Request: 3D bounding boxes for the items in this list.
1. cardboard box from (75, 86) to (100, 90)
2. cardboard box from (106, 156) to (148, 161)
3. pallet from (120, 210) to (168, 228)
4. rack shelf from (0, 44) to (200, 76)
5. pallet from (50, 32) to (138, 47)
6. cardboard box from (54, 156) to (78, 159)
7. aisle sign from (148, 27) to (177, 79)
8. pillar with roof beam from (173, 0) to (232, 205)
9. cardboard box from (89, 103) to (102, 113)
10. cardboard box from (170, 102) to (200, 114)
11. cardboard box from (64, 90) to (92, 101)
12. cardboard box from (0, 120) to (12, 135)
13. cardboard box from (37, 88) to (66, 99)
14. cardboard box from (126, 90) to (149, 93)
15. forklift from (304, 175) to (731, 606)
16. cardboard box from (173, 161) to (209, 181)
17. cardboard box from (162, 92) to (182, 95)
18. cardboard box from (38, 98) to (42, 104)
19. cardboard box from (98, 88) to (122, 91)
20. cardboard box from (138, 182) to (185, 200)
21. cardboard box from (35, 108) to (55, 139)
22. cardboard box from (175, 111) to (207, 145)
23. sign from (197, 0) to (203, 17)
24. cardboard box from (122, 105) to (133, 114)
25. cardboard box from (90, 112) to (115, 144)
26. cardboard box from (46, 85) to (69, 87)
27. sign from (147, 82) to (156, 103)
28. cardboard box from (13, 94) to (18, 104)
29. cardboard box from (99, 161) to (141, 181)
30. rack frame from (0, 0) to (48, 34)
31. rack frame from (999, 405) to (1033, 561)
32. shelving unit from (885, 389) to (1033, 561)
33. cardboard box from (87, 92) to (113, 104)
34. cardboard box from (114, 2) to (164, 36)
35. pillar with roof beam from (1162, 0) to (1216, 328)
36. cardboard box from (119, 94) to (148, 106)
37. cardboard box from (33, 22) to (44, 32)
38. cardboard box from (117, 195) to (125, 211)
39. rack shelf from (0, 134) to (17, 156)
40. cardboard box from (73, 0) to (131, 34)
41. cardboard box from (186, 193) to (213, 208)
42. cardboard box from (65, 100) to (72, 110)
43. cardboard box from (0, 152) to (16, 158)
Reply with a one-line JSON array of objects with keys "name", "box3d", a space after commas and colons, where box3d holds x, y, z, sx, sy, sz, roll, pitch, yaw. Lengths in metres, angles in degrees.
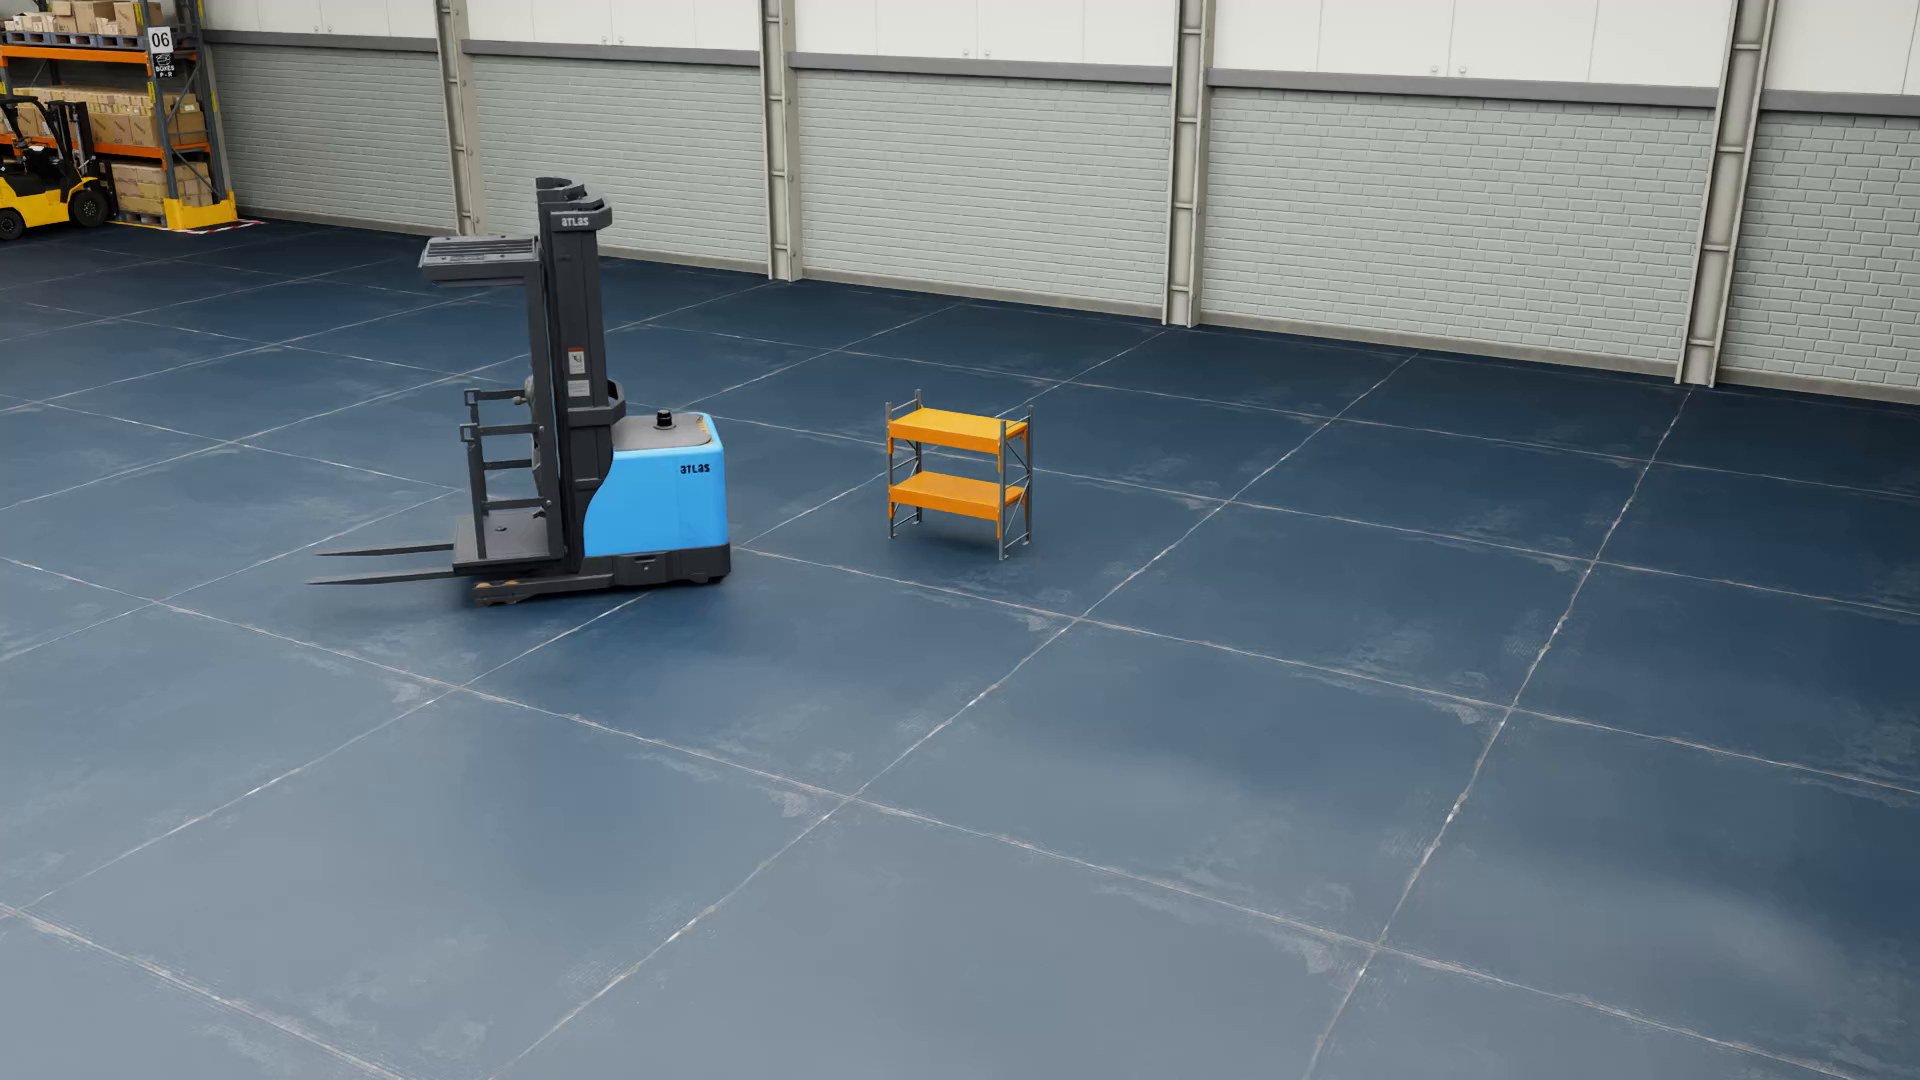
[{"name": "cardboard box", "box3d": [-15.156, -7.811, 28.965, 0.250, 0.149, 0.380, 10, 22, 26]}, {"name": "cardboard box", "box3d": [-14.416, -6.501, 28.838, 0.500, 0.250, 0.500, 10, 22, 26]}, {"name": "pallet", "box3d": [-13.463, -5.538, 28.322, 1.213, 0.211, 1.003, 11, 23, 27]}, {"name": "rack shelf", "box3d": [-14.521, -8.139, 28.059, 4.000, 0.370, 1.077, 11, 23, 27]}, {"name": "pallet", "box3d": [-14.449, -8.430, 27.938, 1.213, 0.211, 1.003, 11, 23, 27]}, {"name": "cardboard box", "box3d": [-15.557, -6.512, 28.869, 0.500, 0.250, 0.500, 11, 23, 27]}, {"name": "aisle sign", "box3d": [-12.861, -7.858, 26.816, 0.004, 0.787, 0.394, 11, 23, 27]}, {"name": "pillar with roof beam", "box3d": [-15.043, -8.657, 24.033, 0.400, 9.000, 9.100, 11, 23, 27]}, {"name": "cardboard box", "box3d": [-14.347, -7.266, 27.900, 0.250, 0.149, 0.380, 11, 23, 28]}, {"name": "cardboard box", "box3d": [-12.945, -7.220, 27.771, 0.250, 0.149, 0.380, 10, 22, 26]}, {"name": "cardboard box", "box3d": [-14.971, -7.559, 28.271, 0.250, 0.149, 0.380, 11, 23, 27]}, {"name": "cardboard box", "box3d": [-16.835, -7.335, 29.406, 0.500, 0.250, 0.500, 11, 23, 29]}, {"name": "cardboard box", "box3d": [-15.635, -7.693, 28.641, 0.250, 0.149, 0.380, 10, 22, 26]}, {"name": "cardboard box", "box3d": [-13.865, -7.520, 28.164, 0.250, 0.149, 0.380, 12, 23, 29]}, {"name": "forklift", "box3d": [-3.295, -1.095, 12.087, 3.031, 2.935, 1.130, -5, 21, -13]}, {"name": "cardboard box", "box3d": [-13.103, -6.245, 28.133, 0.500, 0.250, 0.500, 10, 22, 26]}, {"name": "cardboard box", "box3d": [-13.166, -7.408, 27.855, 0.250, 0.149, 0.380, 12, 23, 29]}, {"name": "cardboard box", "box3d": [-15.650, -7.542, 28.661, 0.250, 0.149, 0.380, 11, 23, 27]}, {"name": "cardboard box", "box3d": [-14.533, -7.654, 28.532, 0.250, 0.149, 0.380, 12, 23, 29]}, {"name": "cardboard box", "box3d": [-13.353, -5.862, 27.809, 0.500, 0.250, 0.500, 10, 22, 27]}, {"name": "cardboard box", "box3d": [-15.545, -7.213, 28.704, 0.500, 0.500, 0.500, 11, 23, 28]}, {"name": "cardboard box", "box3d": [-13.072, -6.946, 27.968, 0.500, 0.500, 0.500, 12, 23, 29]}, {"name": "sign", "box3d": [-12.499, -8.756, 27.309, 0.005, 0.325, 0.100, 11, 23, 27]}, {"name": "cardboard box", "box3d": [-13.649, -7.155, 27.594, 0.250, 0.149, 0.380, 11, 23, 28]}, {"name": "cardboard box", "box3d": [-14.229, -6.959, 28.004, 0.500, 0.500, 0.500, 10, 22, 26]}, {"name": "cardboard box", "box3d": [-15.841, -7.928, 29.287, 0.250, 0.149, 0.380, 11, 23, 27]}, {"name": "sign", "box3d": [-13.052, -7.230, 26.854, 0.005, 0.325, 0.100, 11, 23, 27]}, {"name": "cardboard box", "box3d": [-16.674, -7.742, 29.211, 0.250, 0.149, 0.380, 12, 23, 29]}, {"name": "cardboard box", "box3d": [-14.224, -6.257, 28.165, 0.500, 0.250, 0.500, 11, 23, 28]}, {"name": "rack frame", "box3d": [-16.267, -10.219, 28.341, 0.127, 3.000, 1.000, 11, 23, 27]}, {"name": "rack frame", "box3d": [0.438, -0.445, 12.943, 0.032, 1.125, 0.500, 11, 23, 27]}, {"name": "shelving unit", "box3d": [-0.006, -0.530, 13.176, 1.048, 1.125, 0.538, 11, 23, 27]}, {"name": "cardboard box", "box3d": [-14.354, -7.405, 27.846, 0.250, 0.149, 0.380, 11, 23, 28]}, {"name": "cardboard box", "box3d": [-13.281, -8.437, 26.916, 0.500, 0.500, 0.500, 12, 23, 29]}, {"name": "pillar with roof beam", "box3d": [0.671, -5.663, 15.781, 0.400, 9.000, 9.100, 11, 23, 27]}, {"name": "cardboard box", "box3d": [-13.663, -7.290, 27.529, 0.250, 0.149, 0.380, 11, 23, 28]}, {"name": "cardboard box", "box3d": [-15.353, -8.643, 28.000, 0.250, 0.149, 0.380, 12, 23, 29]}, {"name": "cardboard box", "box3d": [-14.202, -5.794, 28.356, 0.500, 0.250, 0.500, 11, 23, 28]}, {"name": "rack shelf", "box3d": [-18.013, -7.394, 30.404, 4.000, 0.370, 1.077, 11, 23, 27]}, {"name": "cardboard box", "box3d": [-14.126, -8.637, 27.468, 0.500, 0.500, 0.700, 11, 23, 28]}, {"name": "cardboard box", "box3d": [-13.109, -5.779, 28.313, 0.500, 0.250, 0.500, 11, 23, 28]}, {"name": "cardboard box", "box3d": [-15.014, -7.398, 28.264, 0.250, 0.149, 0.380, 10, 22, 26]}, {"name": "cardboard box", "box3d": [-17.402, -6.695, 30.290, 0.625, 0.625, 0.875, 11, 22, 27]}]
